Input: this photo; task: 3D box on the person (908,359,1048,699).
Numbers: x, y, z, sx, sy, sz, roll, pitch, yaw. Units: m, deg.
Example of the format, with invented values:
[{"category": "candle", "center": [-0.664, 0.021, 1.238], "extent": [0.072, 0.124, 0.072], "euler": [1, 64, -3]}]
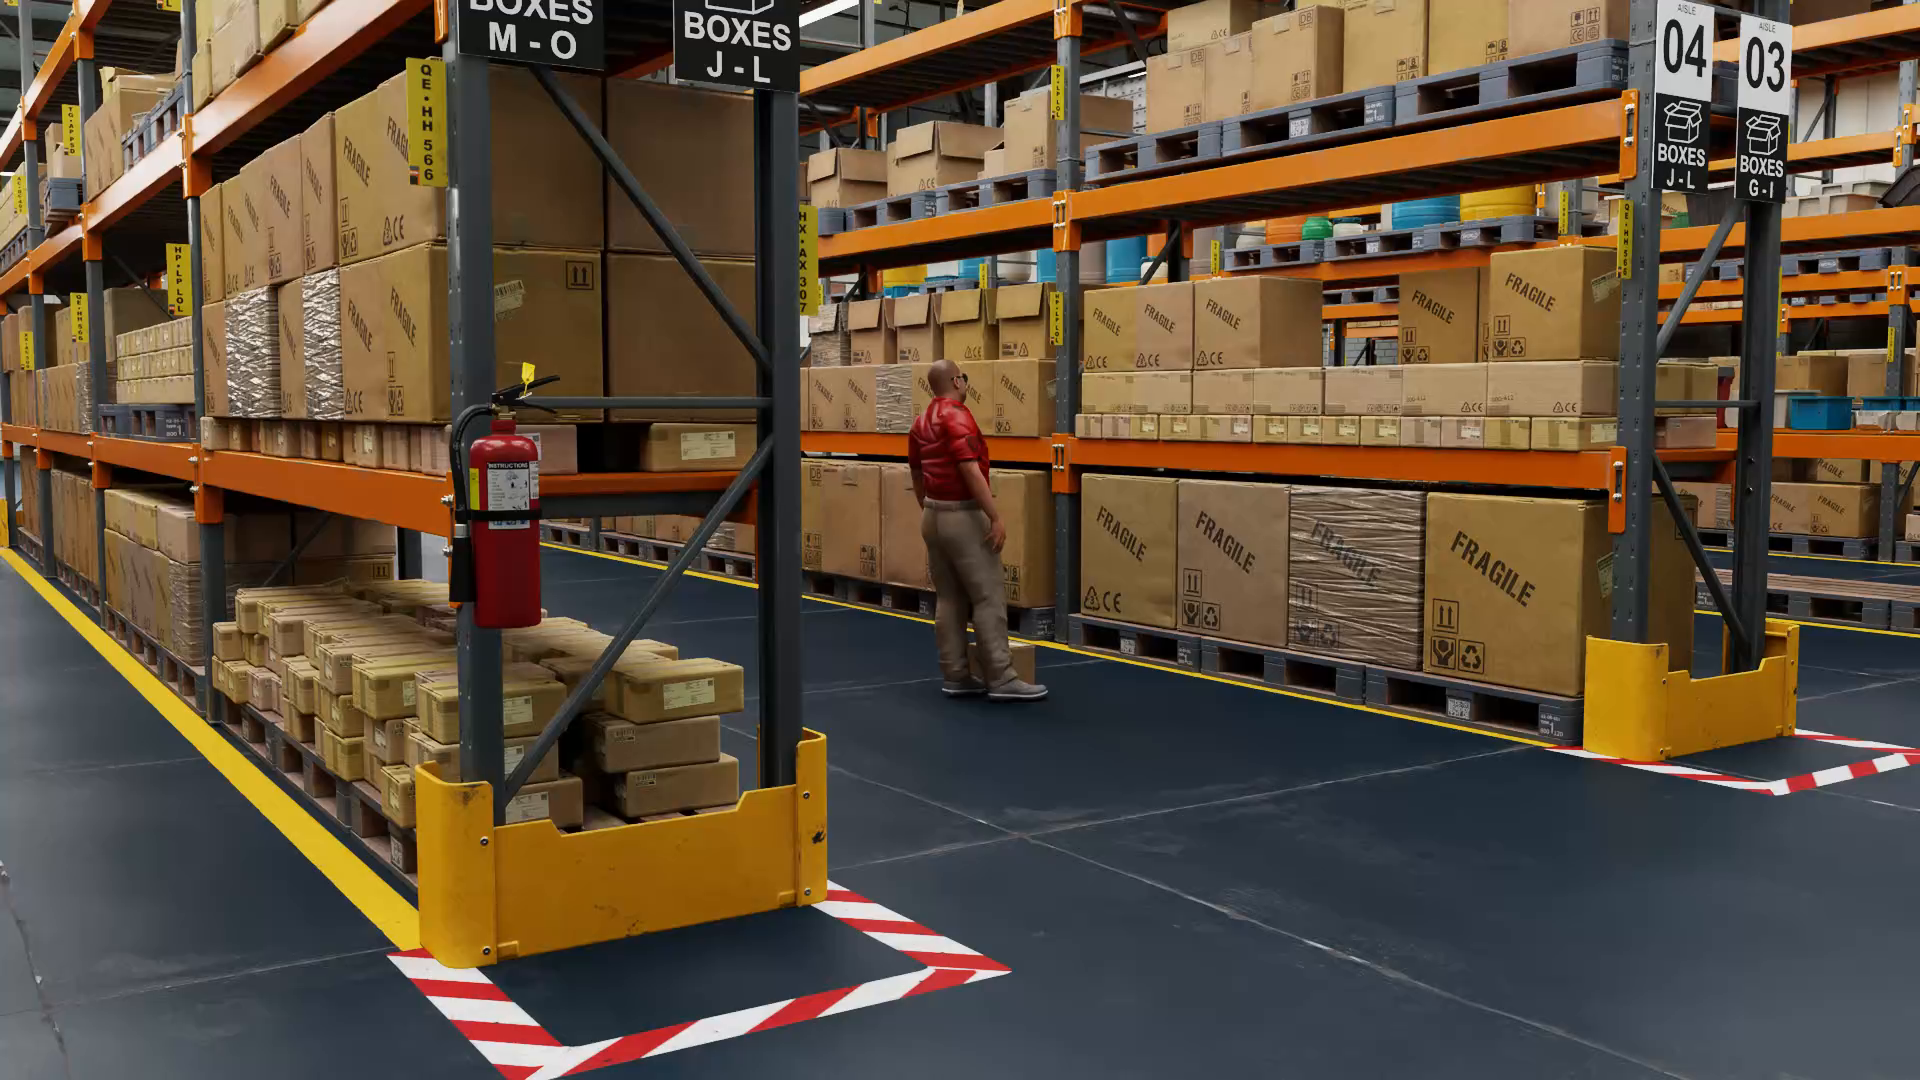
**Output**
[{"category": "person", "center": [0.072, -0.061, 8.560], "extent": [0.550, 1.728, 0.642], "euler": [-3, 6, -34]}]
